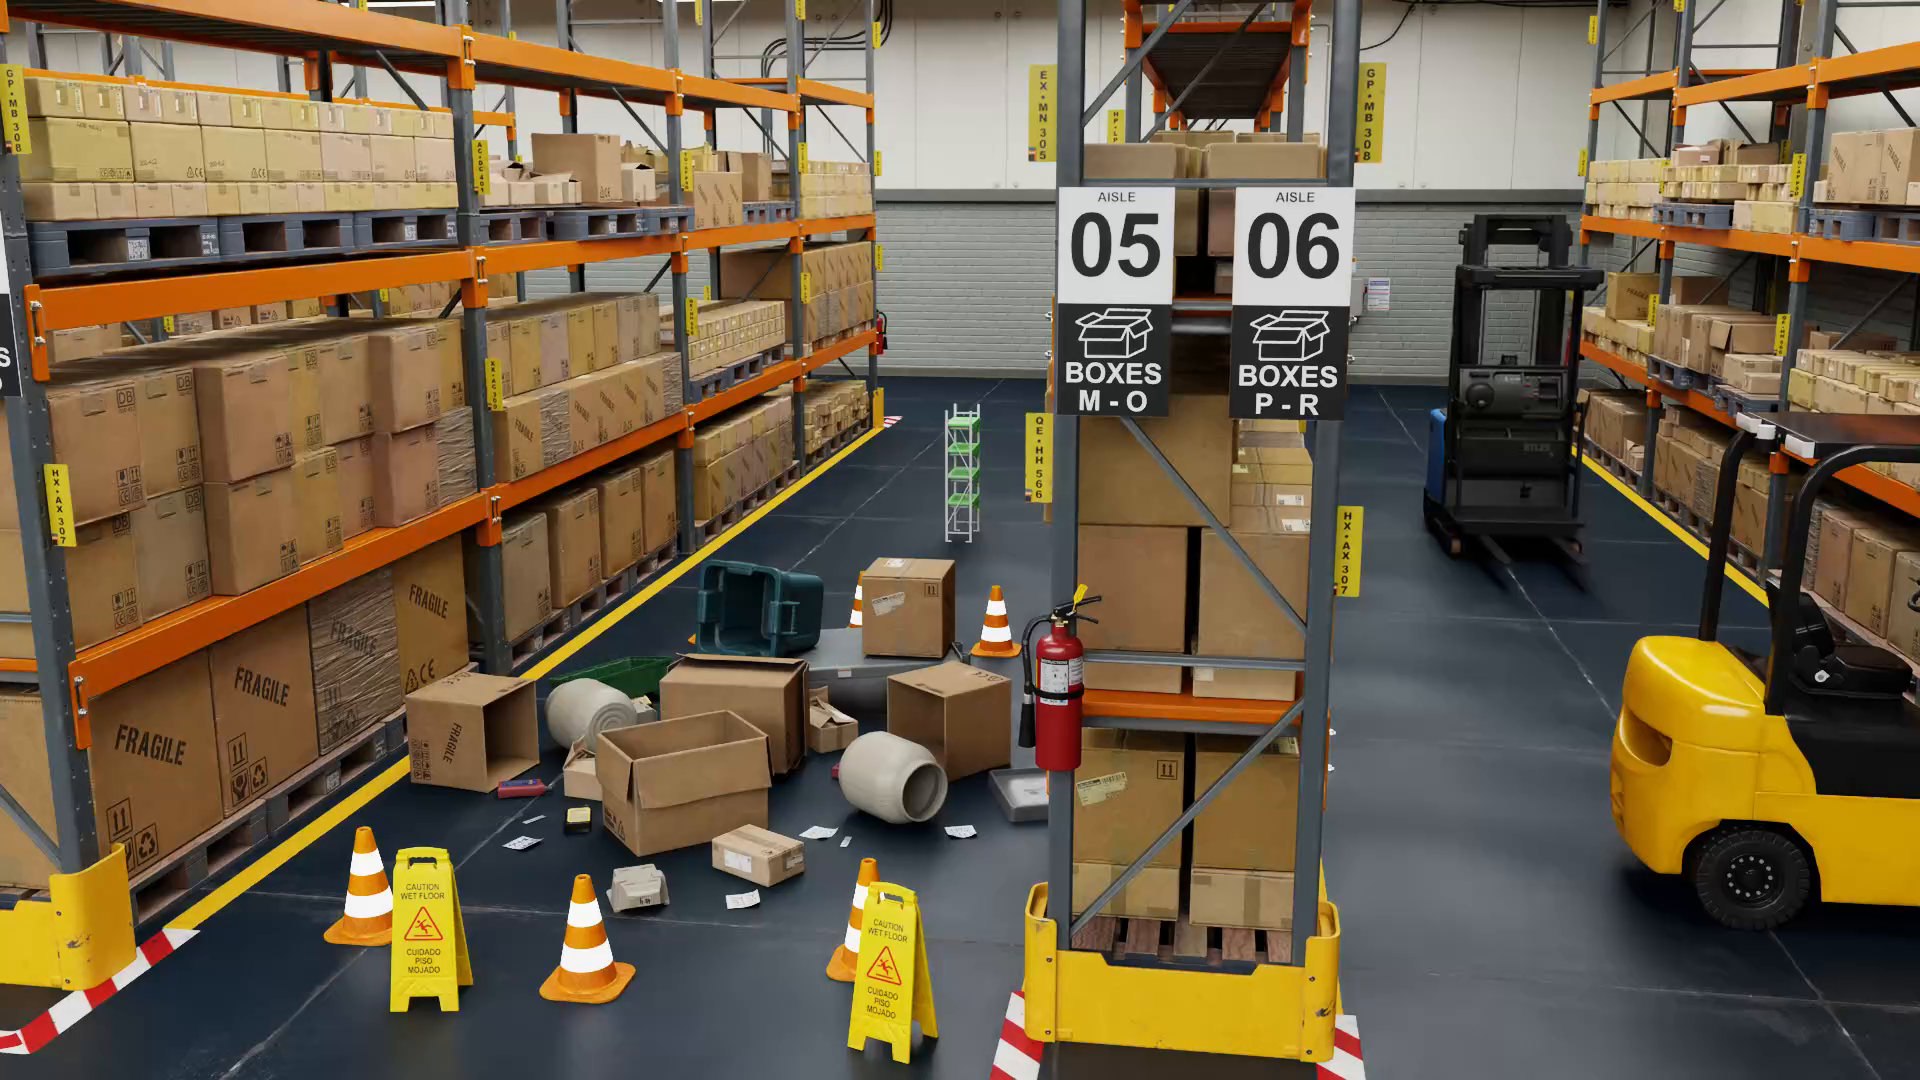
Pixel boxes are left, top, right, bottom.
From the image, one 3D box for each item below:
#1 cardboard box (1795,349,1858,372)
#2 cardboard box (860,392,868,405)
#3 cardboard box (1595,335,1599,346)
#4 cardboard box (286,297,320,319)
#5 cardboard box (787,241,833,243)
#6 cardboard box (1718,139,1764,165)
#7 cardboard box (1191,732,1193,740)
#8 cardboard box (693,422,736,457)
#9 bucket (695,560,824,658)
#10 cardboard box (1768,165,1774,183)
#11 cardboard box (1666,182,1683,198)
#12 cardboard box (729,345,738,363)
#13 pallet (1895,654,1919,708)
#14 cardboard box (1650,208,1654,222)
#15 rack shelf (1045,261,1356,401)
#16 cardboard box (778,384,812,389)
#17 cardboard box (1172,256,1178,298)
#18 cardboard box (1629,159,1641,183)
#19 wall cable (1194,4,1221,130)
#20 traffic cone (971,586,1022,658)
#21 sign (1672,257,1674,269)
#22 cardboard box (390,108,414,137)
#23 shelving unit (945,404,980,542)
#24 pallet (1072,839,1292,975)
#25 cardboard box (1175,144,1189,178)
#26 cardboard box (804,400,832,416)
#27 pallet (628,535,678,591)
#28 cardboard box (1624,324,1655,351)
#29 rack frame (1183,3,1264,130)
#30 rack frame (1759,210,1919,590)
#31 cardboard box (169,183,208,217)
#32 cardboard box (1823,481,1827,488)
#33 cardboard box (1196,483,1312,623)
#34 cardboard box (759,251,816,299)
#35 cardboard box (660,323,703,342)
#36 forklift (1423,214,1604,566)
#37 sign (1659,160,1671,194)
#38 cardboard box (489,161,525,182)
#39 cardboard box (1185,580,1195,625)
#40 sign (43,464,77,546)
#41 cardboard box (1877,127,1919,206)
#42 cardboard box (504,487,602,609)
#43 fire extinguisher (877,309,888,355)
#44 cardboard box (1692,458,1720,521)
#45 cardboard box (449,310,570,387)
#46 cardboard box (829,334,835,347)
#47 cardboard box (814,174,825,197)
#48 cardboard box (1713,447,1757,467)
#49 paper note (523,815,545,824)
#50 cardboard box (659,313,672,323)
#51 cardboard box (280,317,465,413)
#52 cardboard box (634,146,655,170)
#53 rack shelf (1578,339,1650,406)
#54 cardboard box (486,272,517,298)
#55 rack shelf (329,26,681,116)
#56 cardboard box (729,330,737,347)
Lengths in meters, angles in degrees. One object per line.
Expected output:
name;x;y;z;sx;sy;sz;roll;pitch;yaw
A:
cardboard box;6.628;-1.368;12.701;0.380;0.149;0.250;2;12;10
cardboard box;-1.413;-1.862;21.832;0.380;0.149;0.250;2;12;7
cardboard box;7.778;-2.381;19.774;0.380;0.149;0.250;2;12;10
cardboard box;-7.321;-2.636;17.744;0.797;0.503;0.637;2;12;9
cardboard box;-1.945;-3.622;21.619;0.500;0.500;0.500;2;12;8
cardboard box;7.604;-3.771;16.182;0.396;0.266;0.258;2;12;8
cardboard box;1.019;0.978;9.121;0.500;0.250;0.500;3;12;12
cardboard box;-2.421;-0.949;15.692;0.500;0.250;0.500;2;12;8
bucket;-1.202;0.435;10.275;0.726;0.611;0.620;7;4;28
cardboard box;6.945;-3.033;13.788;0.380;0.149;0.250;2;12;8
cardboard box;7.070;-3.387;16.089;0.380;0.149;0.250;2;12;9
cardboard box;-2.374;-1.803;16.098;0.380;0.149;0.250;2;12;9
pallet;6.428;0.982;10.191;1.003;0.211;1.213;2;12;9
cardboard box;7.387;-3.370;17.245;0.380;0.149;0.250;2;12;9
rack shelf;1.140;-1.085;7.750;1.077;0.370;4.000;2;12;9
cardboard box;-2.119;-1.918;21.390;0.380;0.149;0.250;2;12;8
cardboard box;0.611;-0.980;6.156;0.380;0.149;0.250;2;12;9
cardboard box;7.579;-3.998;18.026;0.500;0.250;0.500;2;12;10
wall cable;3.890;-7.010;26.418;0.463;3.000;0.029;2;12;9
traffic cone;0.255;0.550;11.598;0.336;0.463;0.334;2;12;9
sign;8.744;-3.423;20.513;0.100;0.325;0.005;2;12;9
cardboard box;-3.278;-2.322;9.253;0.380;0.149;0.250;2;12;9
shelving unit;0.025;-0.621;15.283;0.258;1.200;0.503;2;12;9
pallet;1.004;1.626;7.205;1.003;0.211;1.213;2;12;9
cardboard box;0.670;-1.419;6.299;0.380;0.149;0.250;2;12;10
cardboard box;-1.742;-1.573;19.789;0.380;0.149;0.250;2;12;10
pallet;-3.040;0.167;13.976;1.003;0.211;1.213;2;12;9
cardboard box;7.483;-2.182;17.906;0.500;0.250;0.500;2;12;9
rack frame;3.293;-5.817;20.881;1.000;3.000;0.127;2;12;9
rack frame;6.968;-1.059;13.043;1.000;3.000;0.127;2;12;9
cardboard box;-3.589;-1.510;7.377;0.380;0.149;0.250;2;12;9
cardboard box;7.424;-0.512;13.903;0.380;0.149;0.250;2;12;10
cardboard box;1.256;0.055;6.933;0.500;0.500;0.500;2;12;10
cardboard box;-1.919;-2.960;18.548;0.500;0.500;0.500;2;12;10
cardboard box;-2.543;-1.878;15.029;0.380;0.149;0.250;2;12;7
forklift;4.871;-1.340;14.511;1.130;2.935;3.031;1;12;7
sign;7.046;-3.627;16.611;0.100;0.325;0.005;2;12;9
cardboard box;-3.407;-2.575;11.934;0.500;0.311;0.500;1;12;7
cardboard box;0.857;0.272;7.464;0.380;0.149;0.250;2;12;9
sign;-3.527;-0.136;6.516;0.100;0.325;0.005;2;12;9
cardboard box;6.459;-2.473;11.016;0.500;0.500;0.500;2;12;10
cardboard box;-3.300;0.036;12.306;1.050;0.750;0.750;2;12;9
fire extinguisher;-1.119;-2.841;22.381;0.296;0.674;0.183;2;12;9
cardboard box;7.047;-0.459;15.195;0.500;0.500;0.500;1;12;7
cardboard box;-3.233;-1.379;11.919;0.700;0.500;0.500;2;12;9
cardboard box;-1.707;-2.392;19.826;0.380;0.149;0.250;2;12;11
cardboard box;-1.836;-4.024;18.853;0.500;0.250;0.500;2;12;8
cardboard box;7.025;-0.745;14.986;0.380;0.149;0.250;1;12;6
paper note;-2.190;1.438;8.555;0.032;0.001;0.123;10;15;38
cardboard box;-3.020;-2.118;16.143;0.380;0.149;0.250;2;12;11
cardboard box;-3.550;-1.051;10.088;0.875;0.550;0.550;2;12;9
cardboard box;-2.974;-3.448;14.953;0.396;0.266;0.258;2;12;9
rack shelf;7.891;-1.956;18.915;1.077;0.370;4.000;2;12;9
cardboard box;-6.314;-3.534;22.399;0.500;0.500;0.500;2;12;9
rack shelf;-3.151;-3.327;11.986;1.077;0.370;4.000;2;12;9
cardboard box;-2.374;-1.948;16.064;0.380;0.149;0.250;2;12;8
